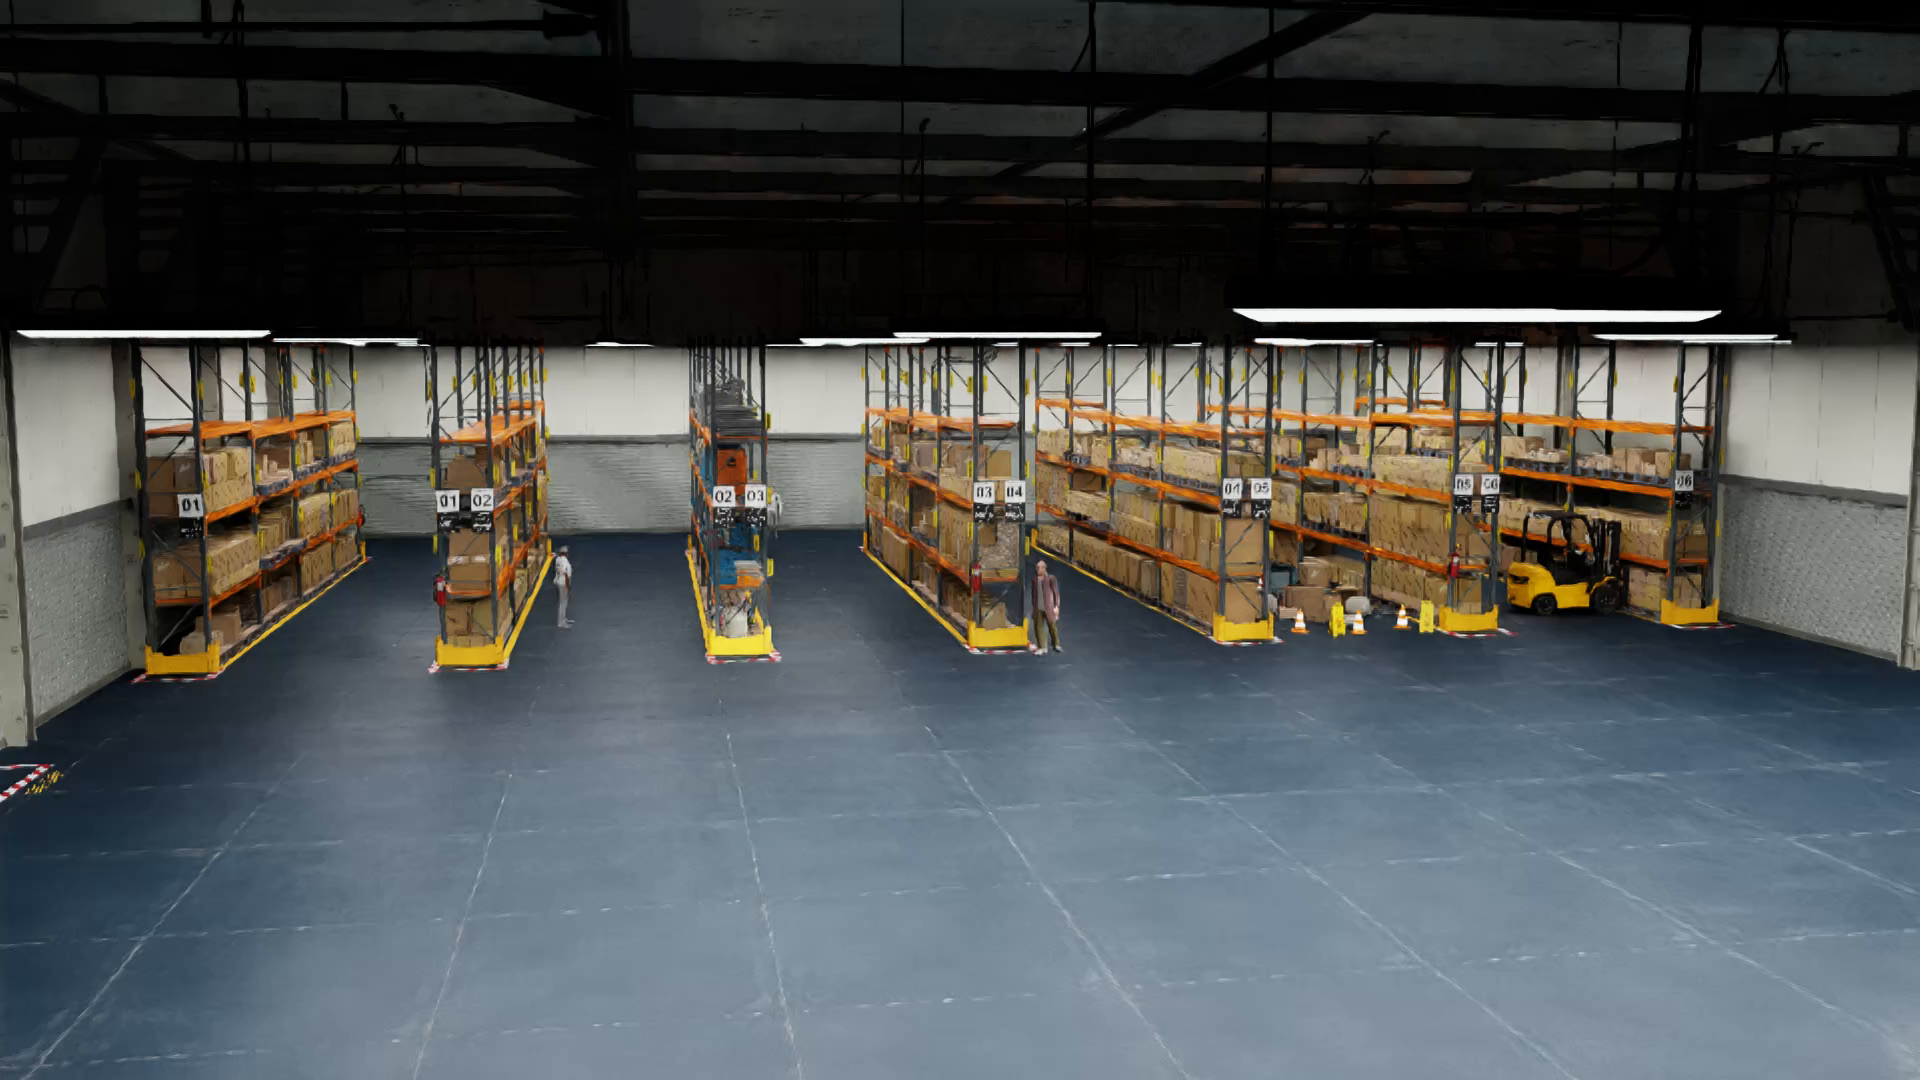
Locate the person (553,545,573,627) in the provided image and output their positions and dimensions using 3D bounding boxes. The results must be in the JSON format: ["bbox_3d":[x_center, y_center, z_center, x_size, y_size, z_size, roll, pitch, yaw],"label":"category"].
[{"bbox_3d":[-8.175,0.940,34.409,0.440,1.683,0.551,-5,8,-35],"label":"person"}]

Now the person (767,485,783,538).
[{"bbox_3d":[-5.708,-0.863,50.556,0.639,1.620,0.506,-1,7,-13],"label":"person"}]

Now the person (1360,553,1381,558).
[{"bbox_3d":[11.327,-0.354,45.781,0.567,1.654,0.618,1,7,10],"label":"person"}]

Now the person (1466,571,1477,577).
[{"bbox_3d":[11.538,0.570,37.661,0.463,1.677,0.524,2,7,20],"label":"person"}]

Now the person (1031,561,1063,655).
[{"bbox_3d":[1.631,1.388,31.372,0.616,1.515,0.628,4,7,29],"label":"person"}]
